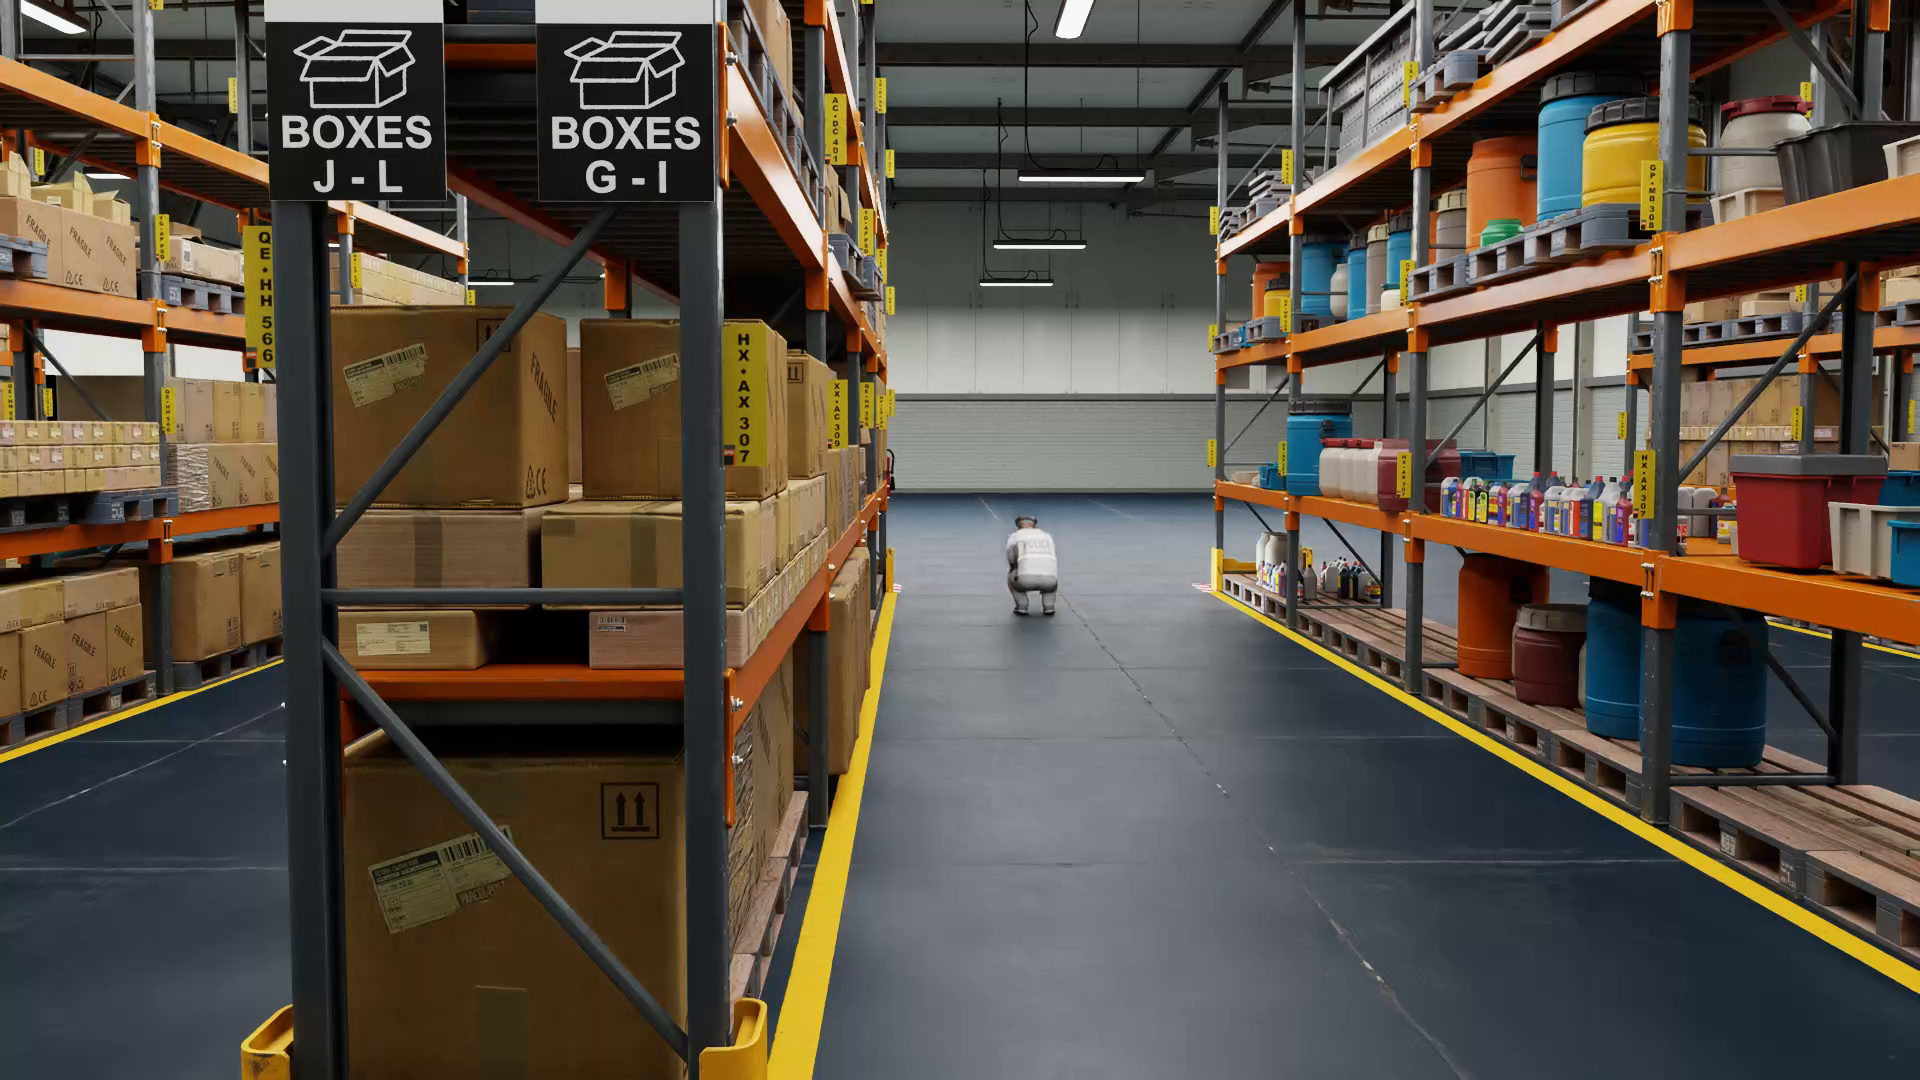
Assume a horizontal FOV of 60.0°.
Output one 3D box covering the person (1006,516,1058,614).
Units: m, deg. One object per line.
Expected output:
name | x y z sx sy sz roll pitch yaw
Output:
person | 0.769 0.260 17.517 0.550 1.011 0.901 0 4 -2
